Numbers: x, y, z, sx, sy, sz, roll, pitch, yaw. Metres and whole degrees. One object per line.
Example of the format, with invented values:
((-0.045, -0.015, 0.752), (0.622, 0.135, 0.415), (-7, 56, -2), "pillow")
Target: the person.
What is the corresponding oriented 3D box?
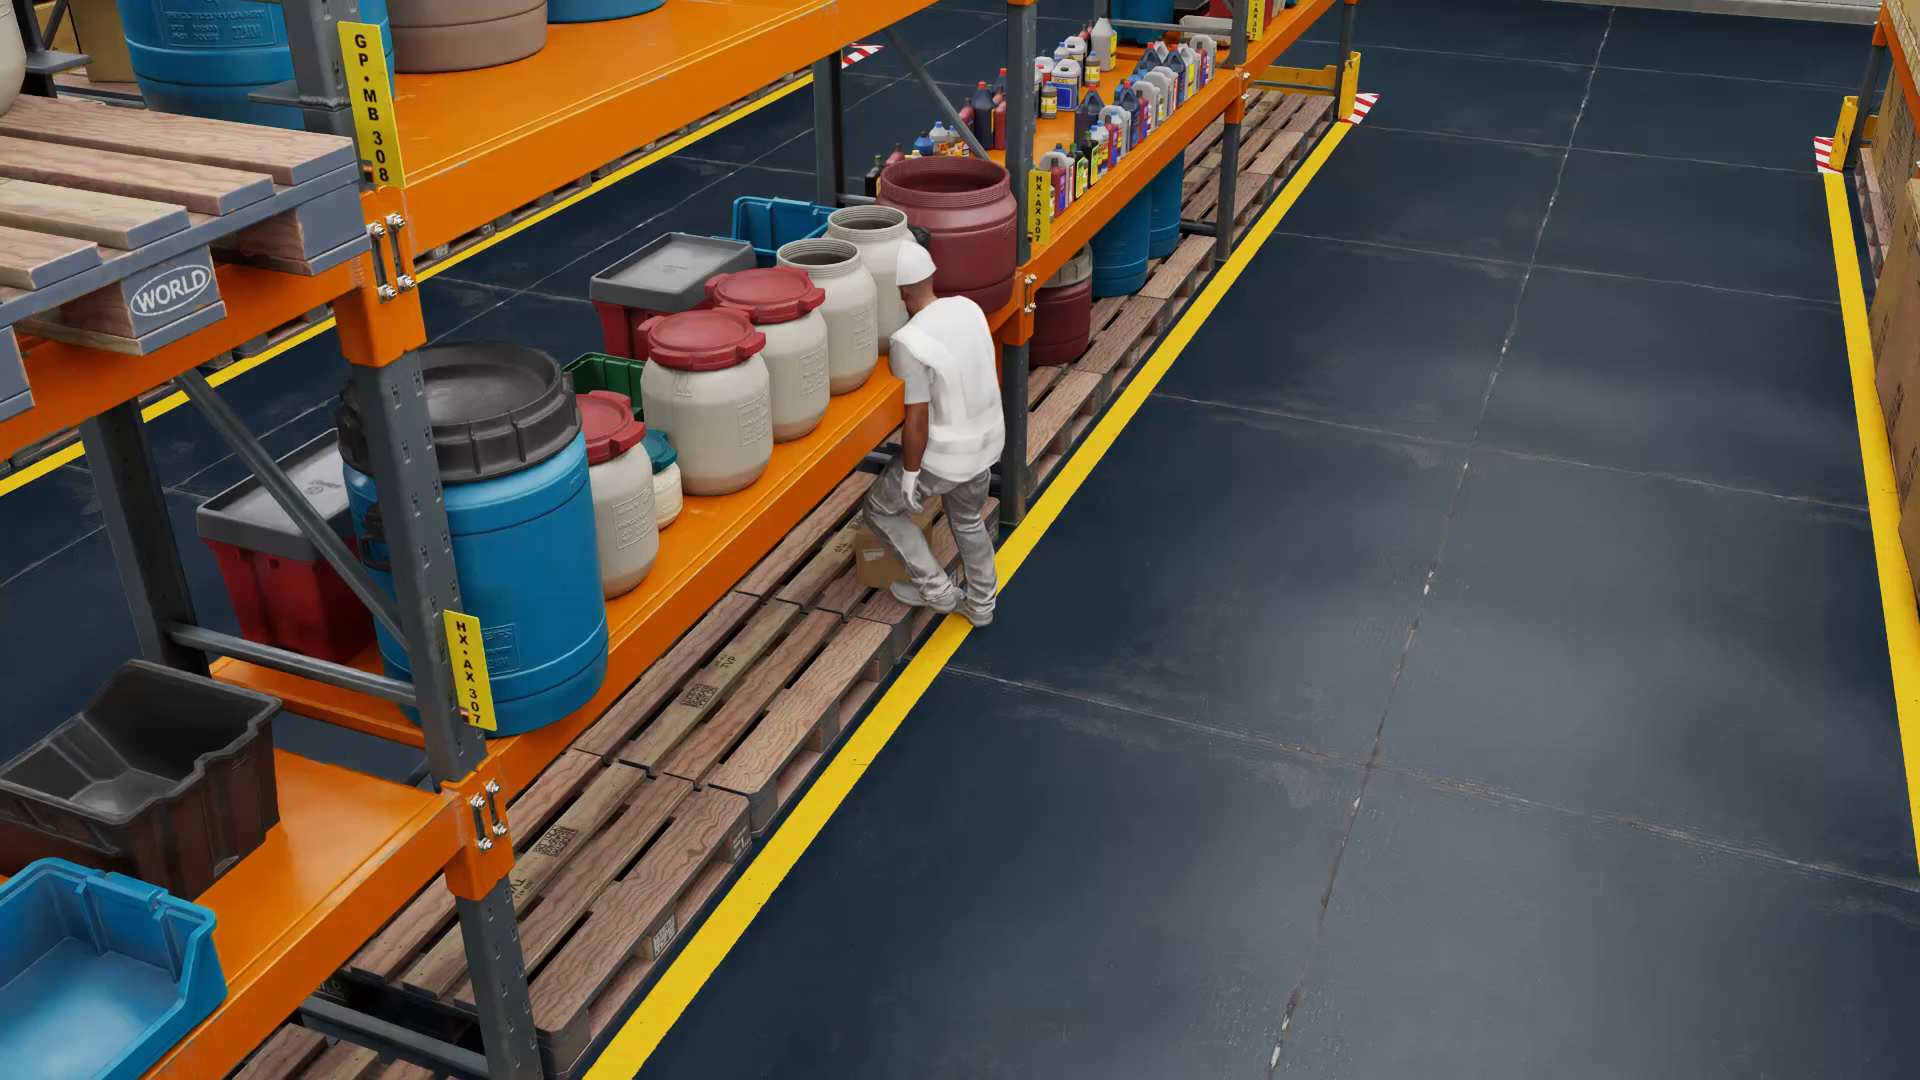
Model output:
((-0.100, -0.369, 6.796), (0.538, 1.750, 0.619), (19, 35, 31), "person")
